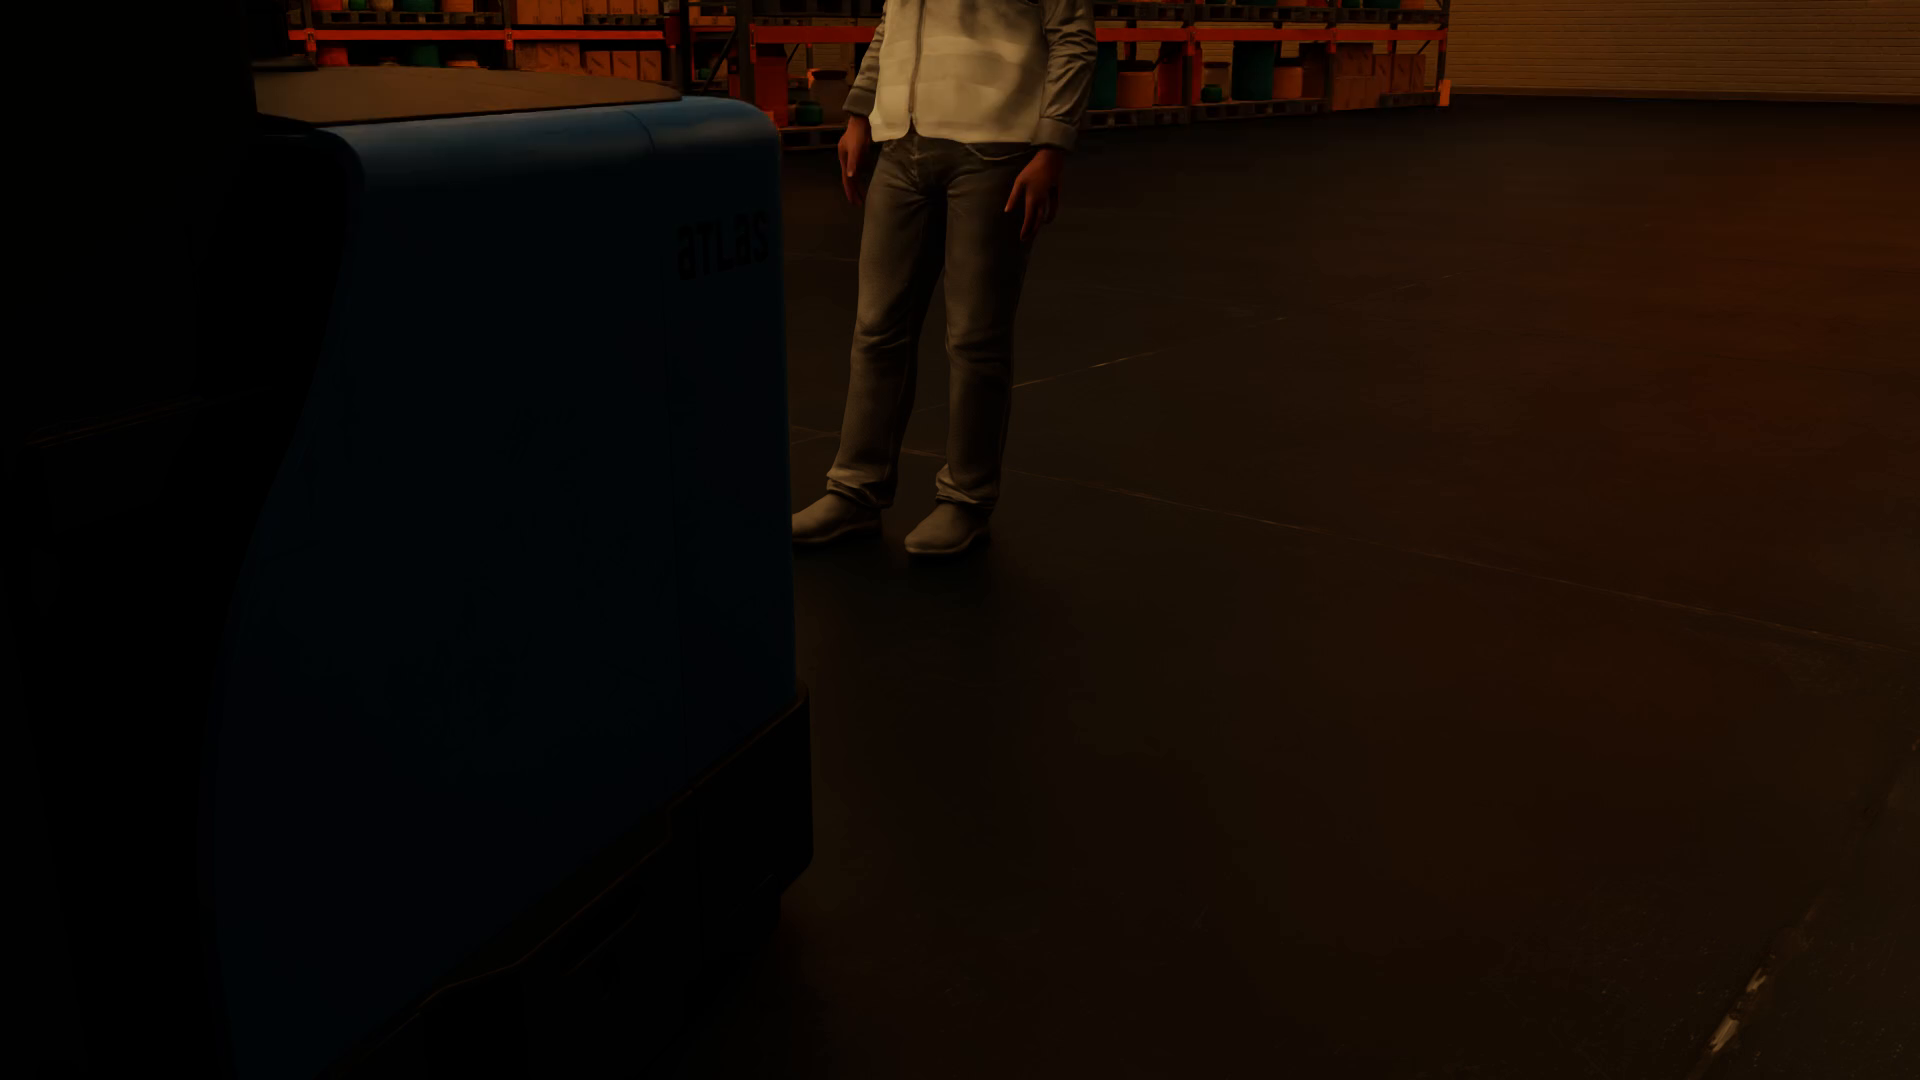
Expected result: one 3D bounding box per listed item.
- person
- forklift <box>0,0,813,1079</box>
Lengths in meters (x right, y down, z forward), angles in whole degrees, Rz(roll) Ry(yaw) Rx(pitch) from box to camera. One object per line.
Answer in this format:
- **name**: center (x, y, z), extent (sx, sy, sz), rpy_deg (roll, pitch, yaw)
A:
- **person**: center (-0.046, -0.844, 3.641), extent (0.632, 1.773, 0.568), rpy_deg (13, 21, 37)
- **forklift**: center (-1.209, -0.565, 0.757), extent (1.130, 2.935, 3.031), rpy_deg (6, 18, 20)
